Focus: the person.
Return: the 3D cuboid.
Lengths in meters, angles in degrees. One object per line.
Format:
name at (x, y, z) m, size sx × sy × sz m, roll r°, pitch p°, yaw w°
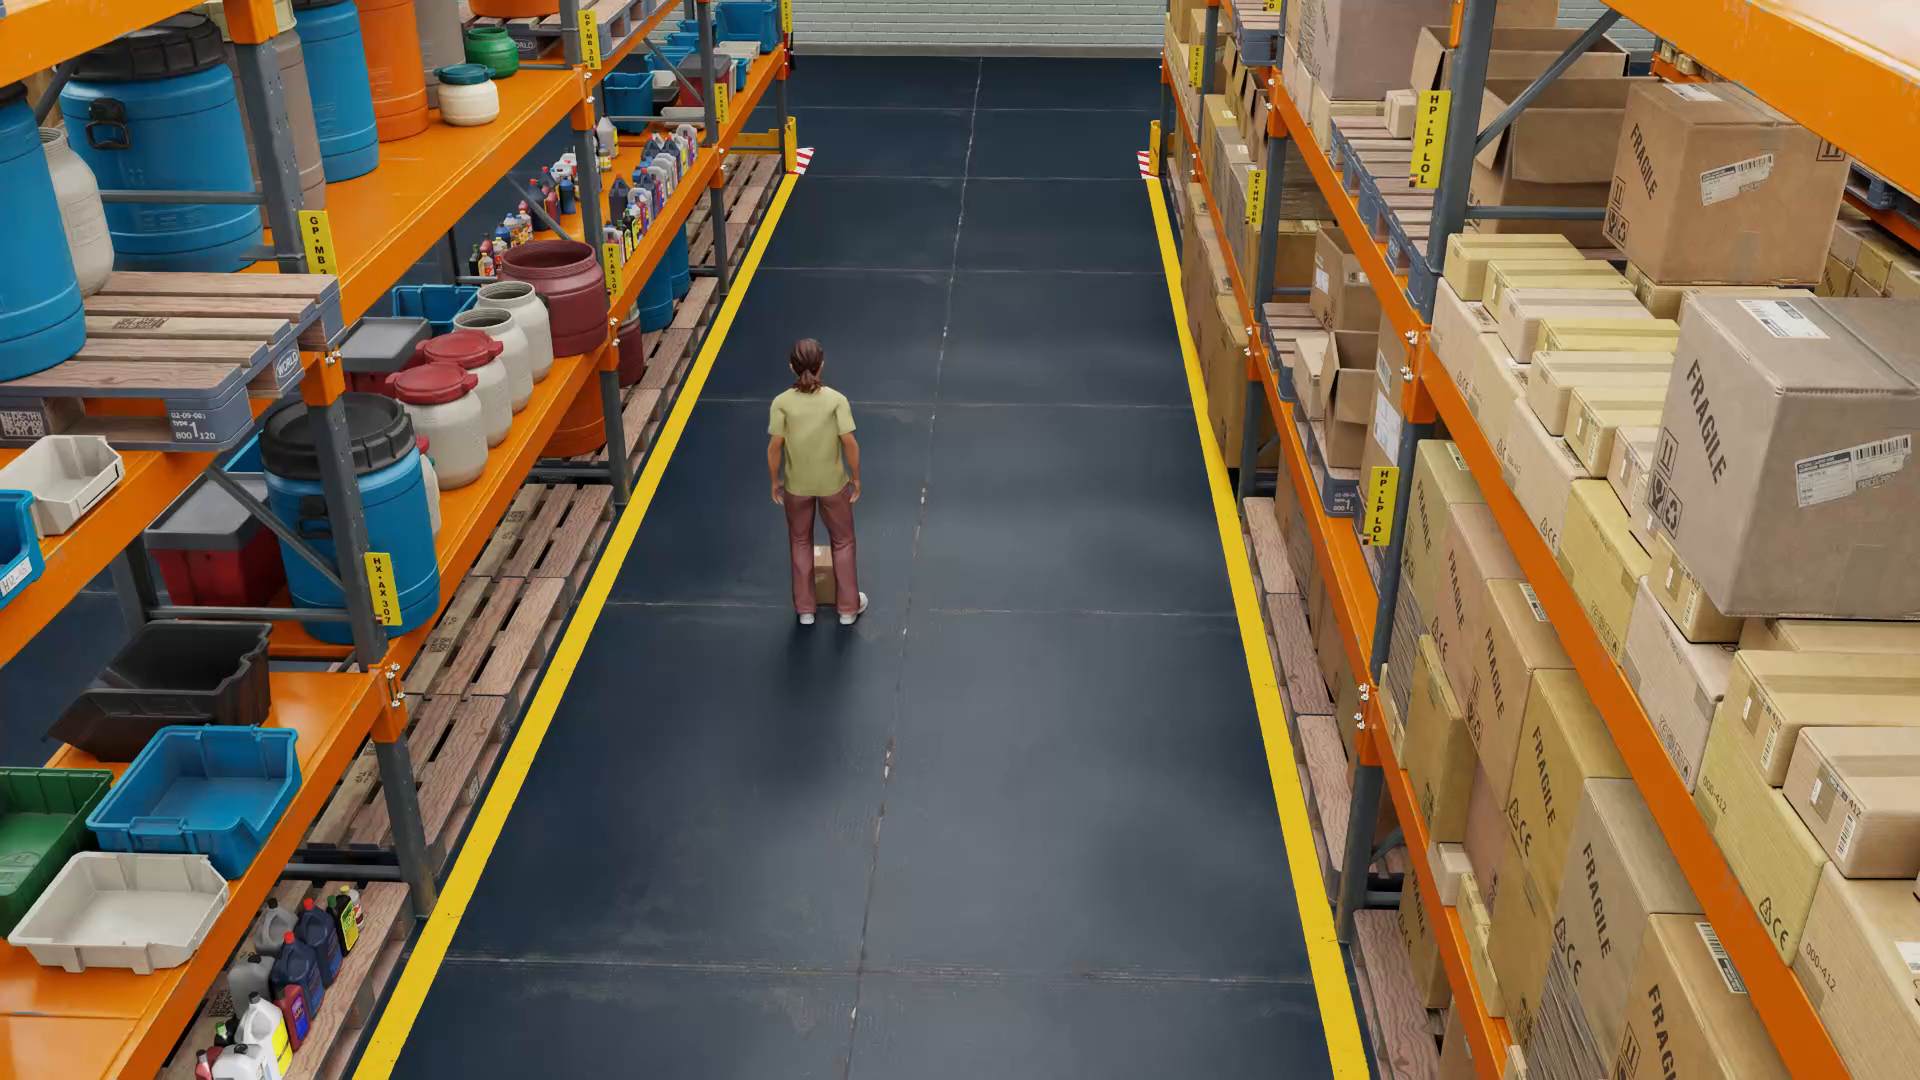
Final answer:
person at (-0.796, -0.309, 9.202) m, size 0.519 × 1.673 × 0.355 m, roll 0°, pitch 28°, yaw -1°
